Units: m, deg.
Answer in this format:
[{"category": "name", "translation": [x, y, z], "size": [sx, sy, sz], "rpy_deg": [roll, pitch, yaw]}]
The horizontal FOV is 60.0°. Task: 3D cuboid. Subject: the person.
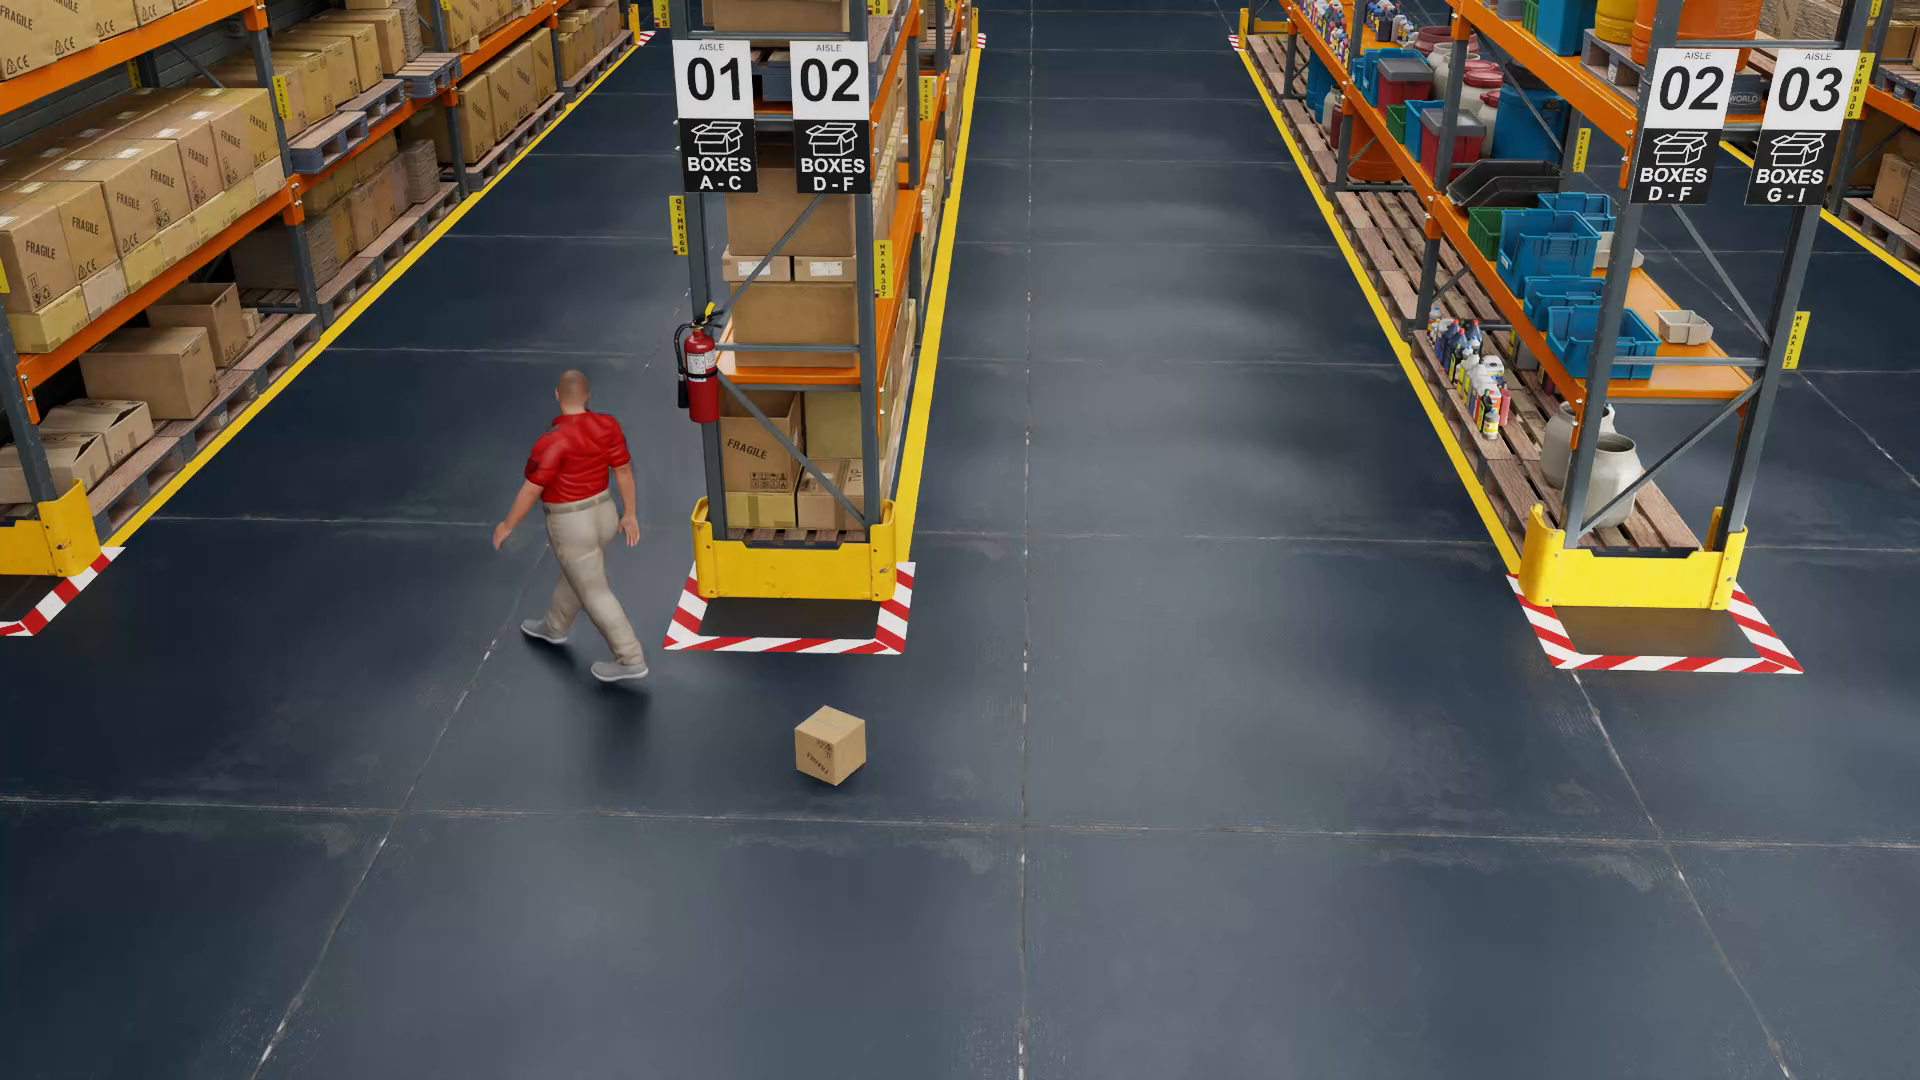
[{"category": "person", "translation": [-2.092, -0.090, 8.805], "size": [0.989, 1.680, 0.646], "rpy_deg": [15, 31, 26]}]
